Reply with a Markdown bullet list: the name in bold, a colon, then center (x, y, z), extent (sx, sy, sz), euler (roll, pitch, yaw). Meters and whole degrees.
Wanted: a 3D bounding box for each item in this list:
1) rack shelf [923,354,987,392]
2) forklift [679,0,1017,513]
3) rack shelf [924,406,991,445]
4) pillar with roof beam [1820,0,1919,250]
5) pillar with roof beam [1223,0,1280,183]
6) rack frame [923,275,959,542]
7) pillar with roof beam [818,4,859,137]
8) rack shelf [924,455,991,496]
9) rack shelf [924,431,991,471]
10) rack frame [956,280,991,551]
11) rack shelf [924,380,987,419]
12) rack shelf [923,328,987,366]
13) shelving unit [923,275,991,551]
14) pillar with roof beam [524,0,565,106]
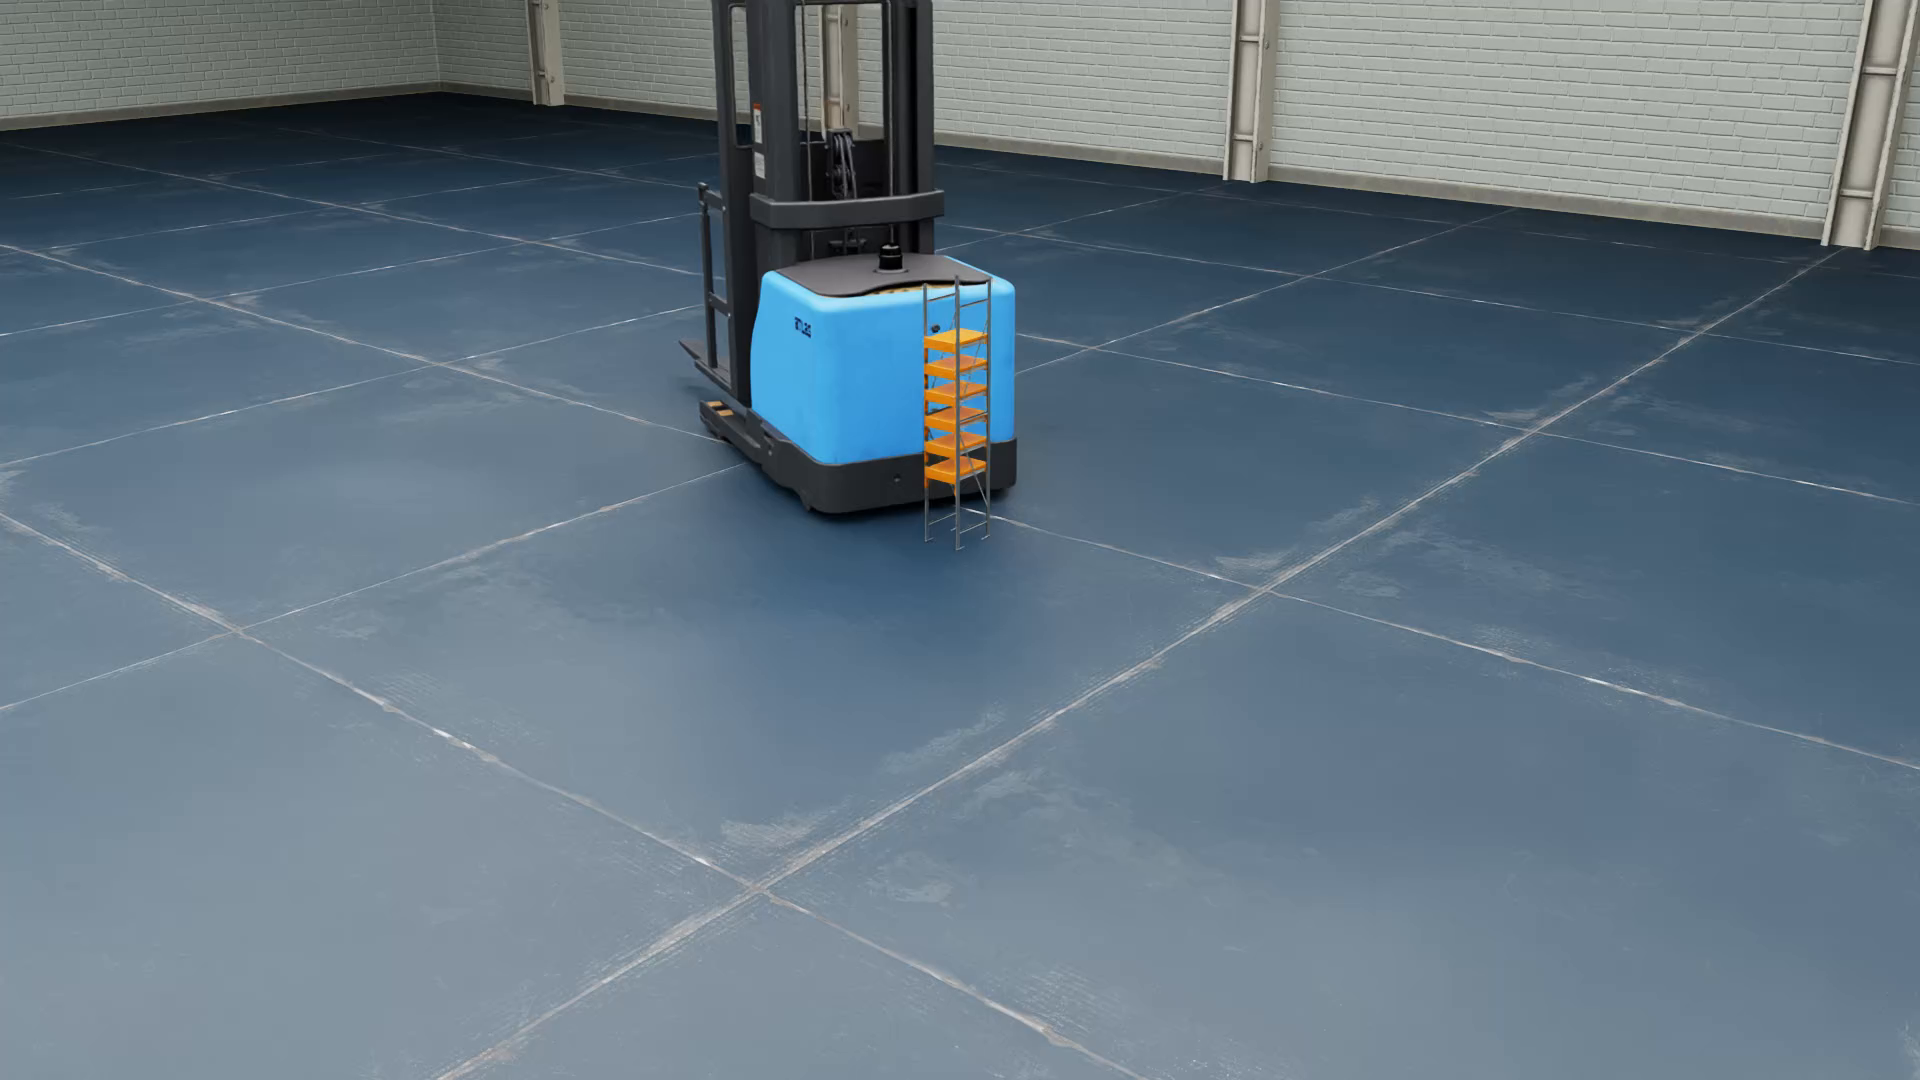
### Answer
- **rack shelf**: center (-0.011, -0.748, 7.396), extent (0.180, 0.103, 0.258), euler (16, 26, 36)
- **forklift**: center (-0.803, -1.978, 8.759), extent (1.130, 2.935, 3.031), euler (-9, 23, -23)
- **rack shelf**: center (-0.011, -0.523, 7.481), extent (0.180, 0.103, 0.258), euler (16, 26, 36)
- **pillar with roof beam**: center (5.024, -5.603, 9.772), extent (0.400, 9.000, 9.100), euler (16, 26, 36)
- **pillar with roof beam**: center (0.375, -6.941, 13.321), extent (0.400, 9.000, 9.100), euler (16, 26, 36)
- **rack frame**: center (-0.082, -0.585, 7.519), extent (0.006, 1.200, 0.240), euler (16, 26, 36)
- **pillar with roof beam**: center (-4.273, -8.280, 16.871), extent (0.400, 9.000, 9.100), euler (16, 26, 36)
- **rack shelf**: center (-0.011, -0.298, 7.565), extent (0.180, 0.103, 0.258), euler (16, 26, 36)
- **rack shelf**: center (-0.011, -0.411, 7.523), extent (0.180, 0.103, 0.258), euler (16, 26, 36)
- **rack frame**: center (0.060, -0.544, 7.411), extent (0.006, 1.200, 0.240), euler (16, 26, 36)
- **rack shelf**: center (-0.011, -0.635, 7.438), extent (0.180, 0.103, 0.258), euler (16, 26, 36)
- **rack shelf**: center (-0.011, -0.860, 7.354), extent (0.180, 0.103, 0.258), euler (16, 26, 36)
- **shelving unit**: center (-0.011, -0.565, 7.465), extent (0.189, 1.200, 0.258), euler (16, 26, 36)
- **pillar with roof beam**: center (-8.922, -9.618, 20.421), extent (0.400, 9.000, 9.100), euler (16, 26, 36)
